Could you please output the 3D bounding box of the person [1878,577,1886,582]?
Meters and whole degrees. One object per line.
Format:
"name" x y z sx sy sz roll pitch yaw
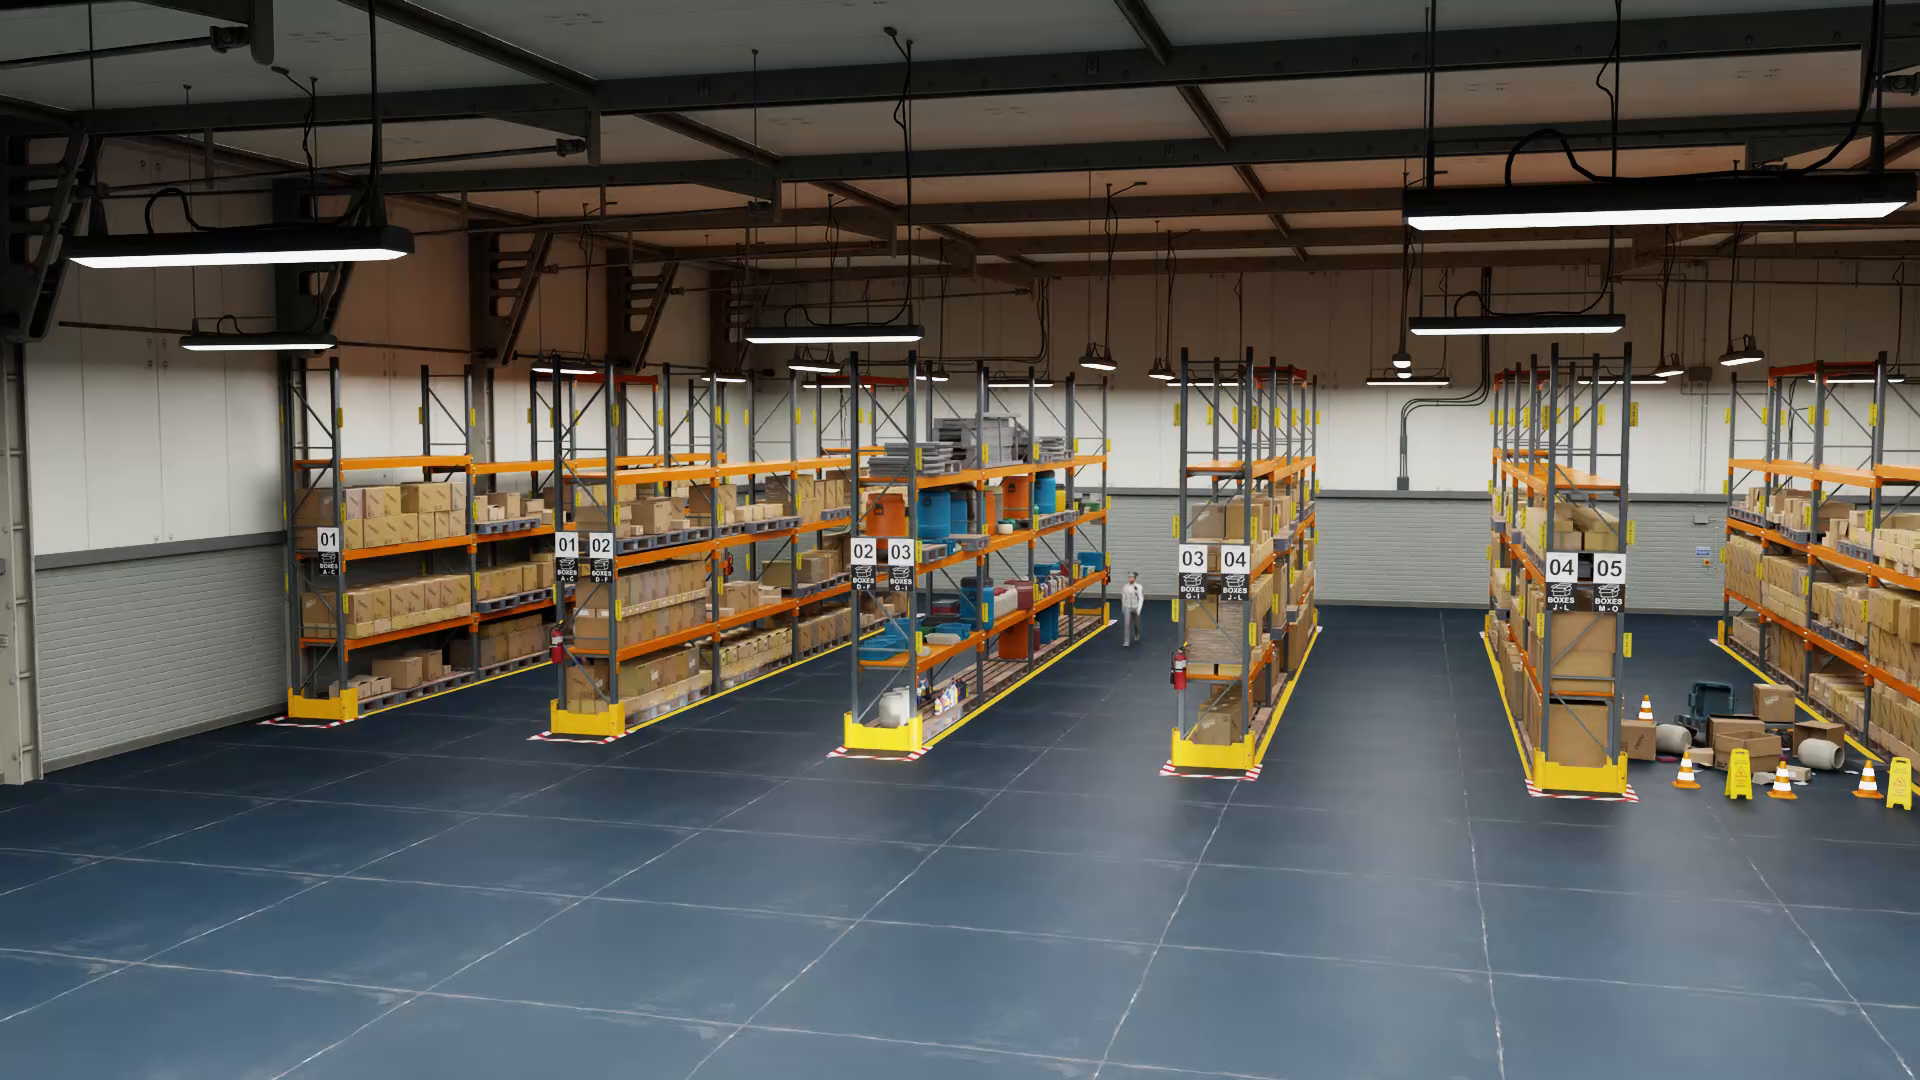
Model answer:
"person" 20.518 1.412 37.271 0.450 1.673 0.434 1 4 11

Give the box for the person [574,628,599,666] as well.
"person" -6.562 2.024 29.533 0.605 1.649 0.684 4 6 40

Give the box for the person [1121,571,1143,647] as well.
"person" 3.788 1.492 36.581 0.495 1.639 0.956 1 4 9
